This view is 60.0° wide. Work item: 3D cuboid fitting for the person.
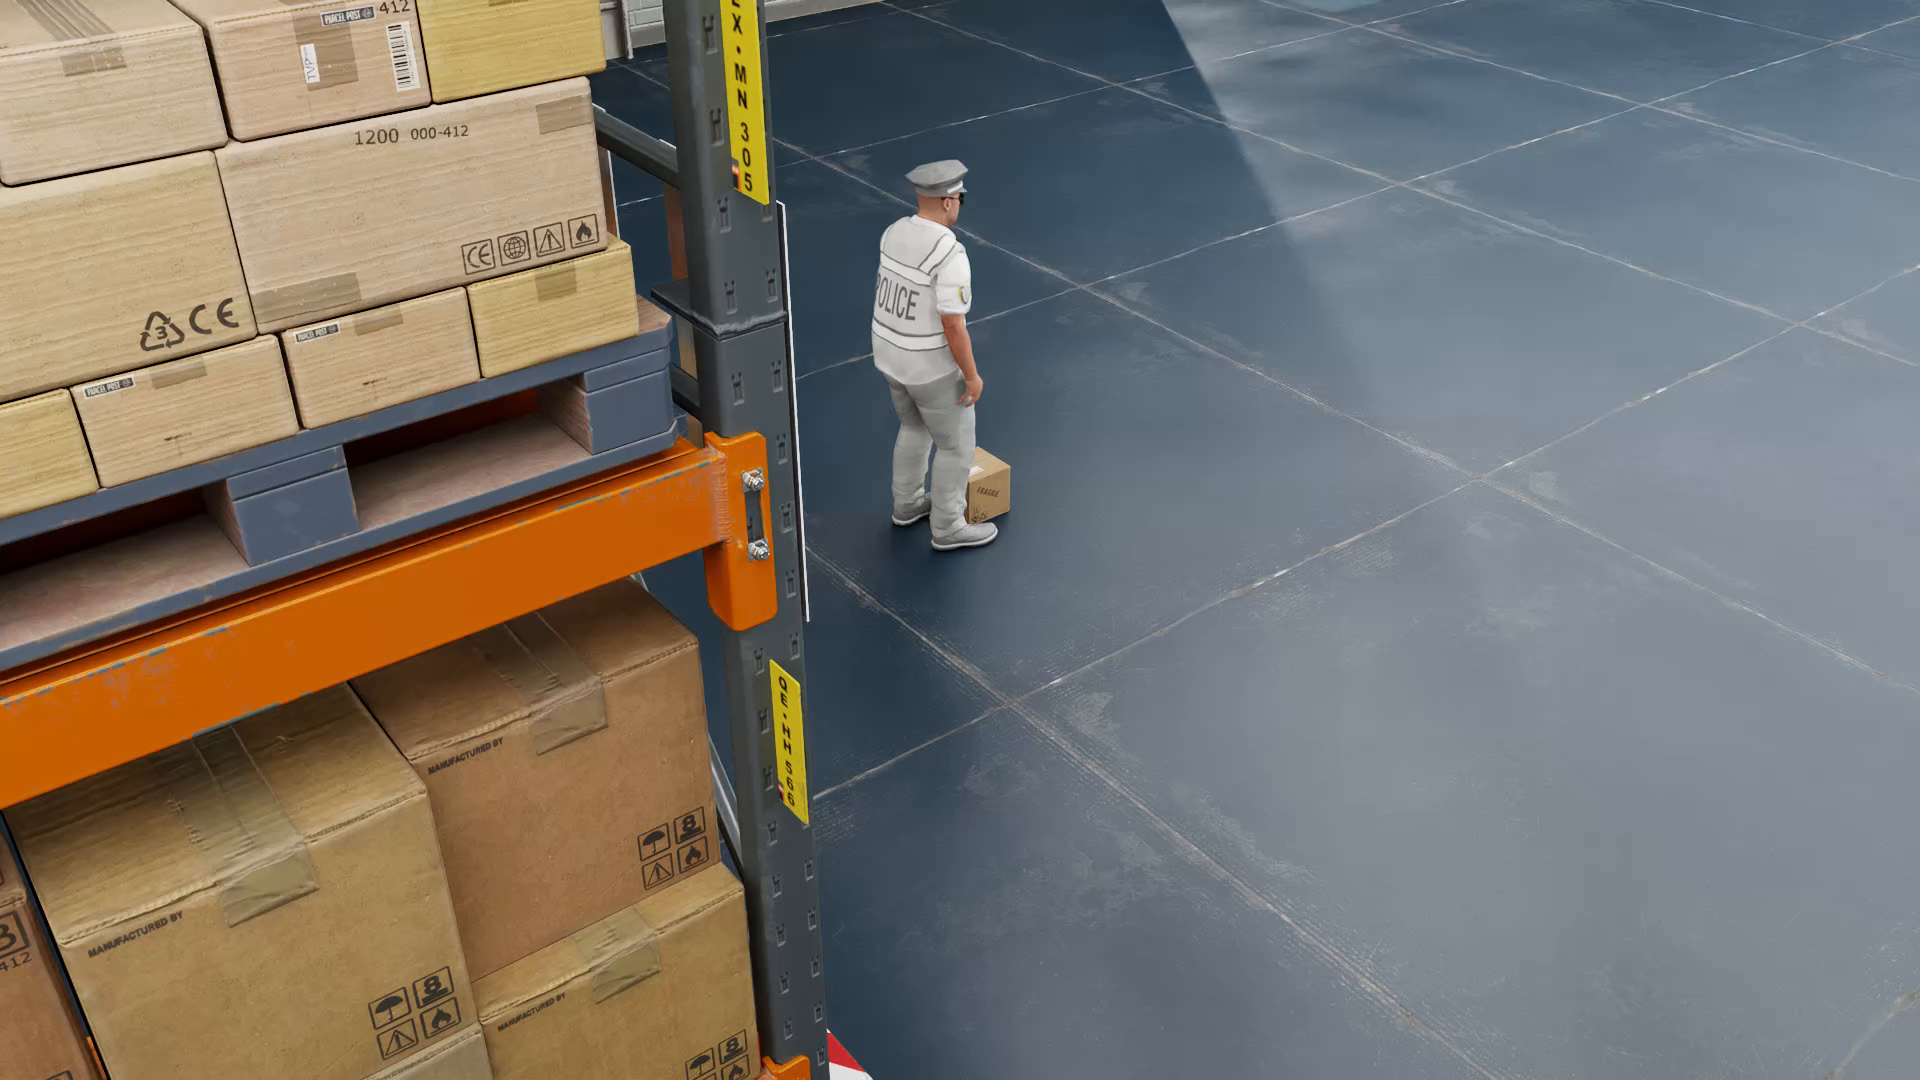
[{"bbox_3d":[-0.144,-0.801,7.412,0.434,1.749,0.585,-22,38,-31],"label":"person"}]
